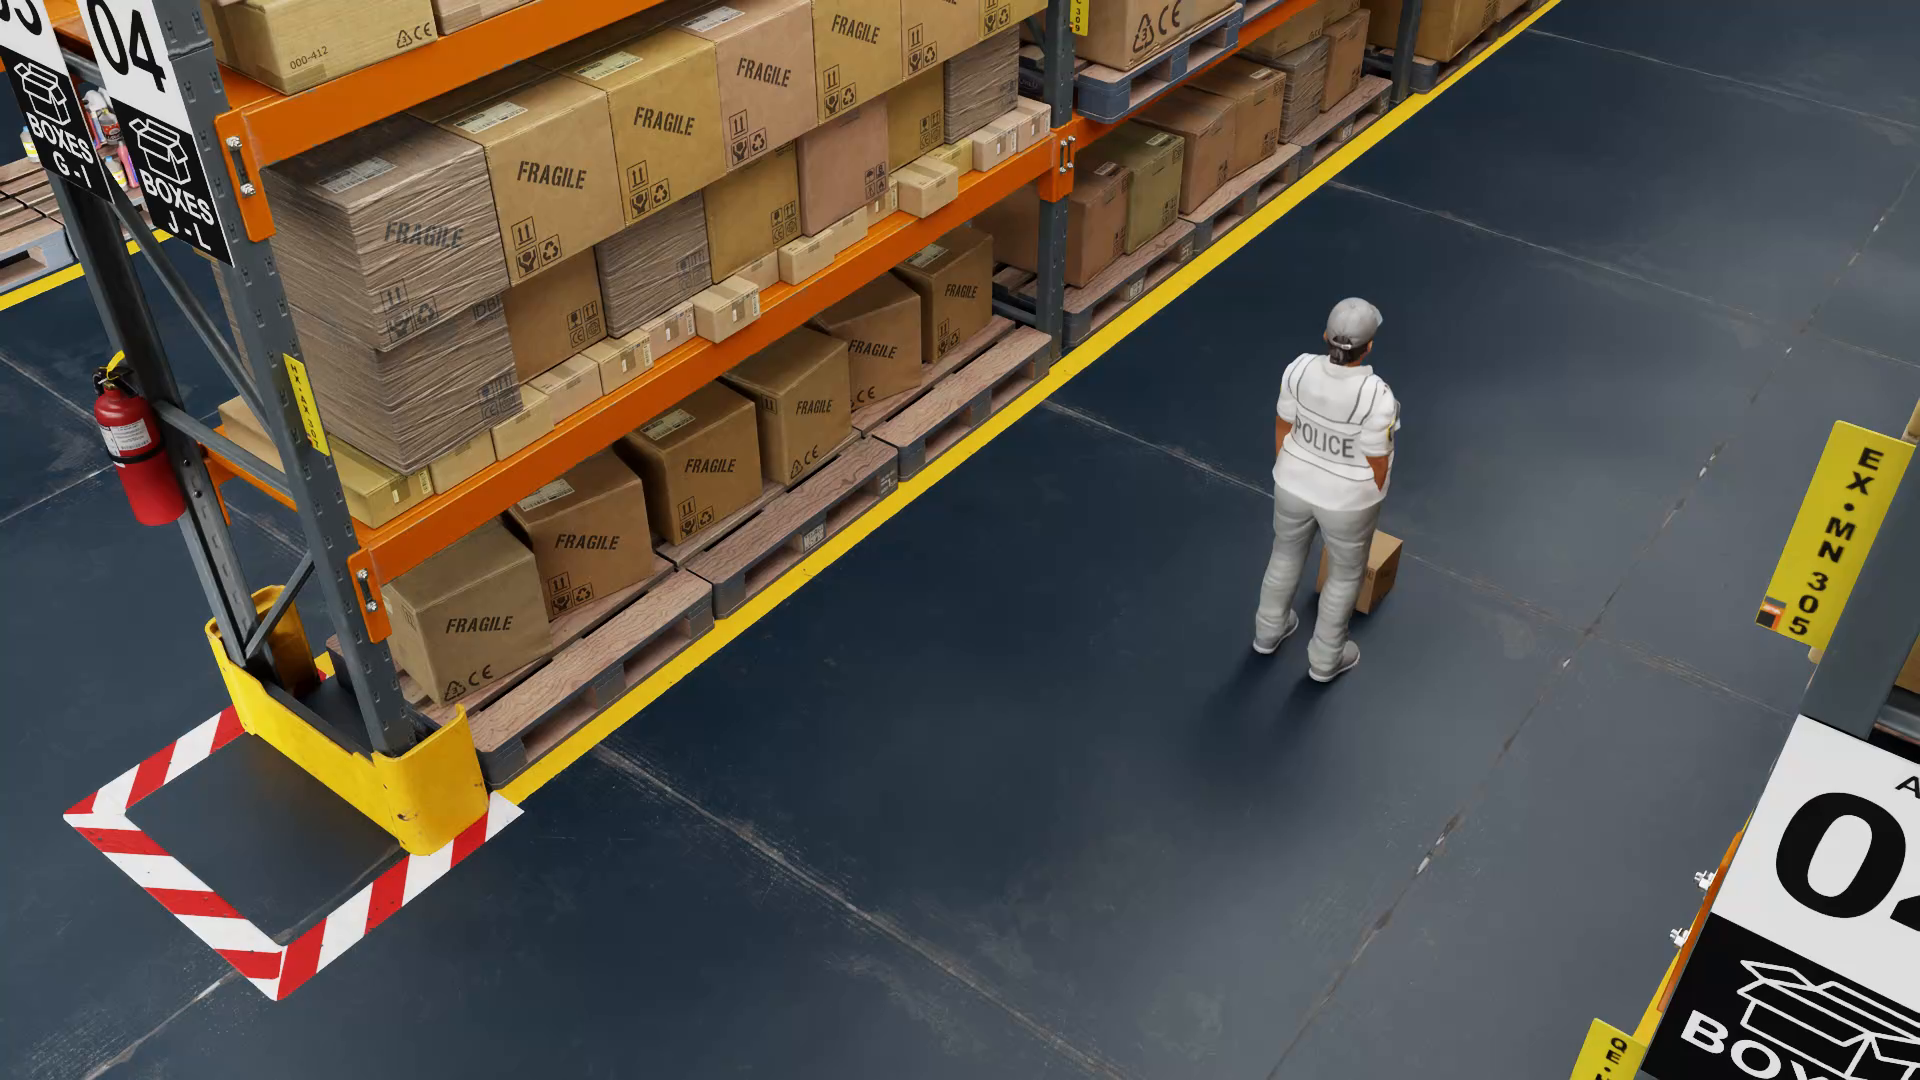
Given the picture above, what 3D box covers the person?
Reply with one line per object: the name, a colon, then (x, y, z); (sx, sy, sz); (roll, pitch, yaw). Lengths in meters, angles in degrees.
person: (1.415, -0.191, 6.412); (0.473, 1.656, 0.391); (27, 46, 29)
